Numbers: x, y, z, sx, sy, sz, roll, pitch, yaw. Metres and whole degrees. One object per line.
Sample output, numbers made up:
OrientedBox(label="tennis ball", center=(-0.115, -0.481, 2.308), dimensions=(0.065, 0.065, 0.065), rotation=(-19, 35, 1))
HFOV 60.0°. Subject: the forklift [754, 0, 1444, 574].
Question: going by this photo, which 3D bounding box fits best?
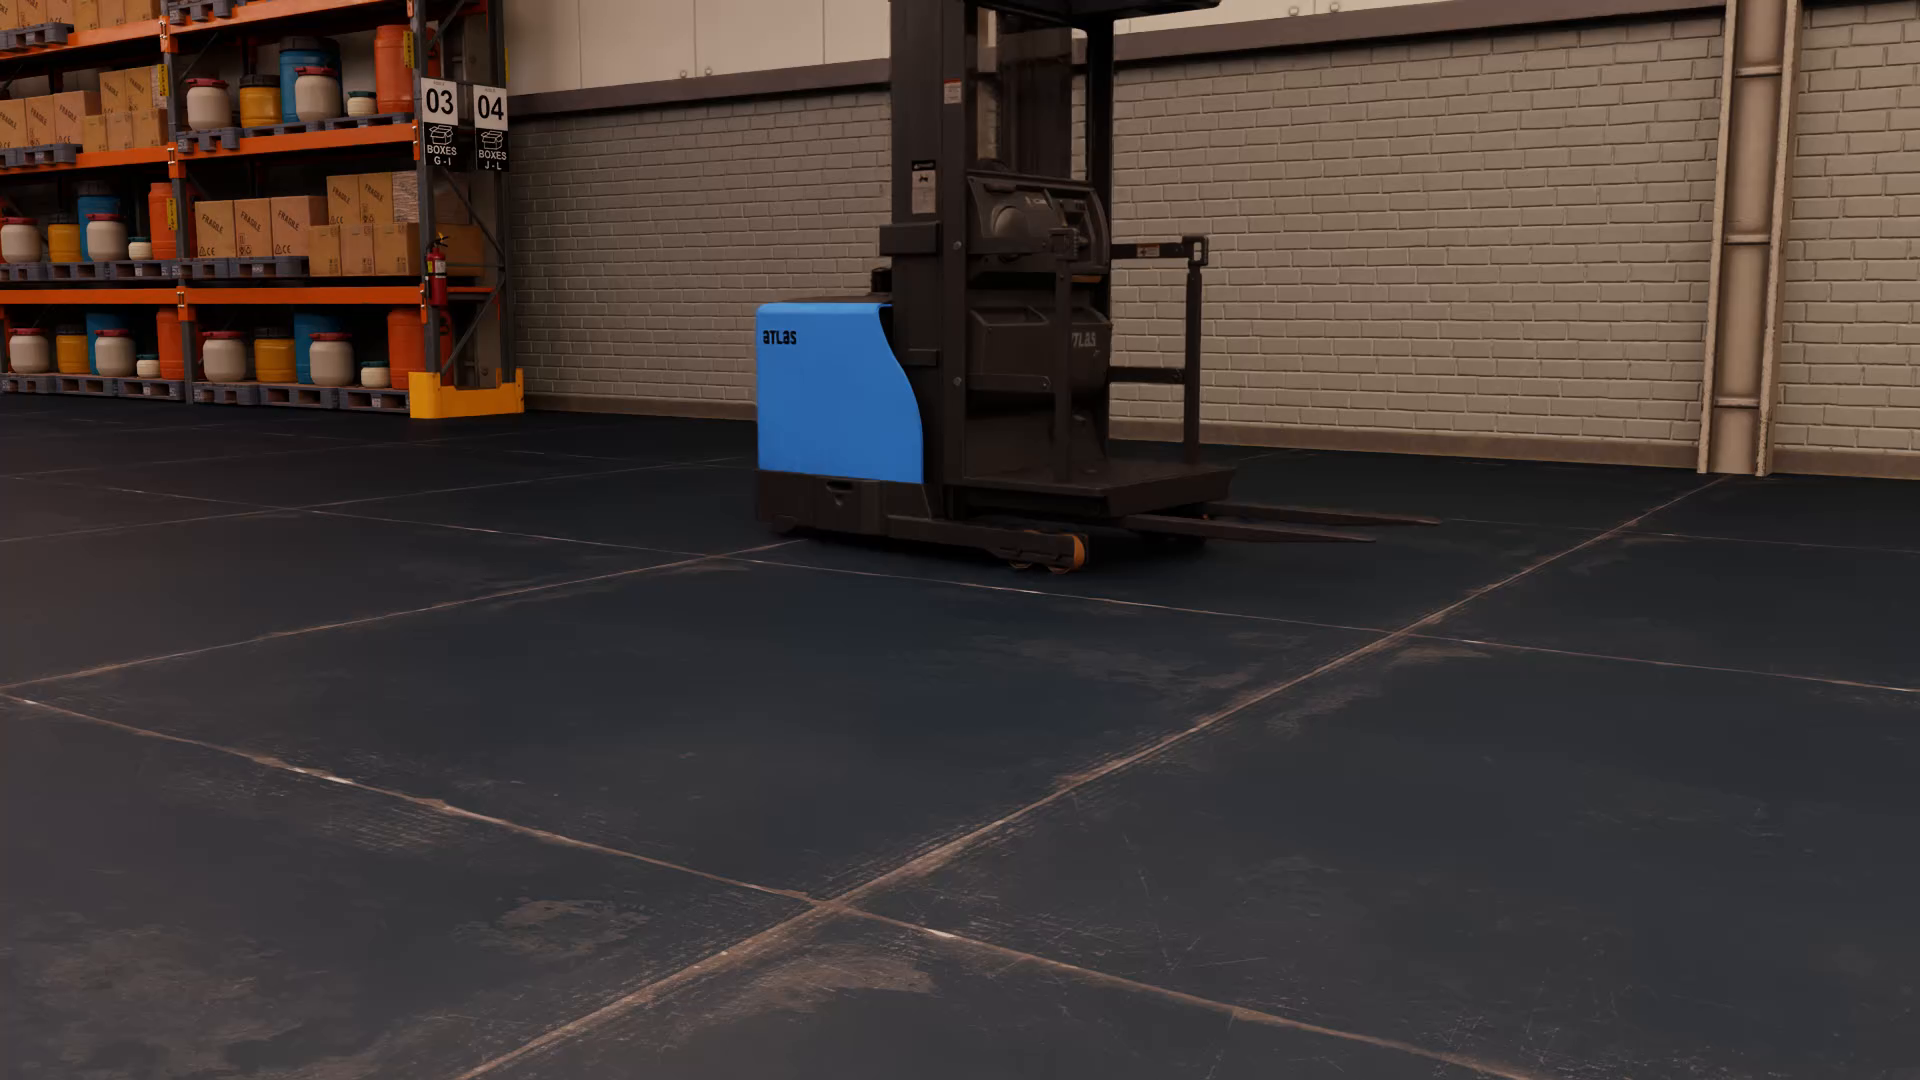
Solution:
OrientedBox(label="forklift", center=(0.509, -1.397, 7.018), dimensions=(3.031, 2.935, 1.130), rotation=(6, 10, 38))
